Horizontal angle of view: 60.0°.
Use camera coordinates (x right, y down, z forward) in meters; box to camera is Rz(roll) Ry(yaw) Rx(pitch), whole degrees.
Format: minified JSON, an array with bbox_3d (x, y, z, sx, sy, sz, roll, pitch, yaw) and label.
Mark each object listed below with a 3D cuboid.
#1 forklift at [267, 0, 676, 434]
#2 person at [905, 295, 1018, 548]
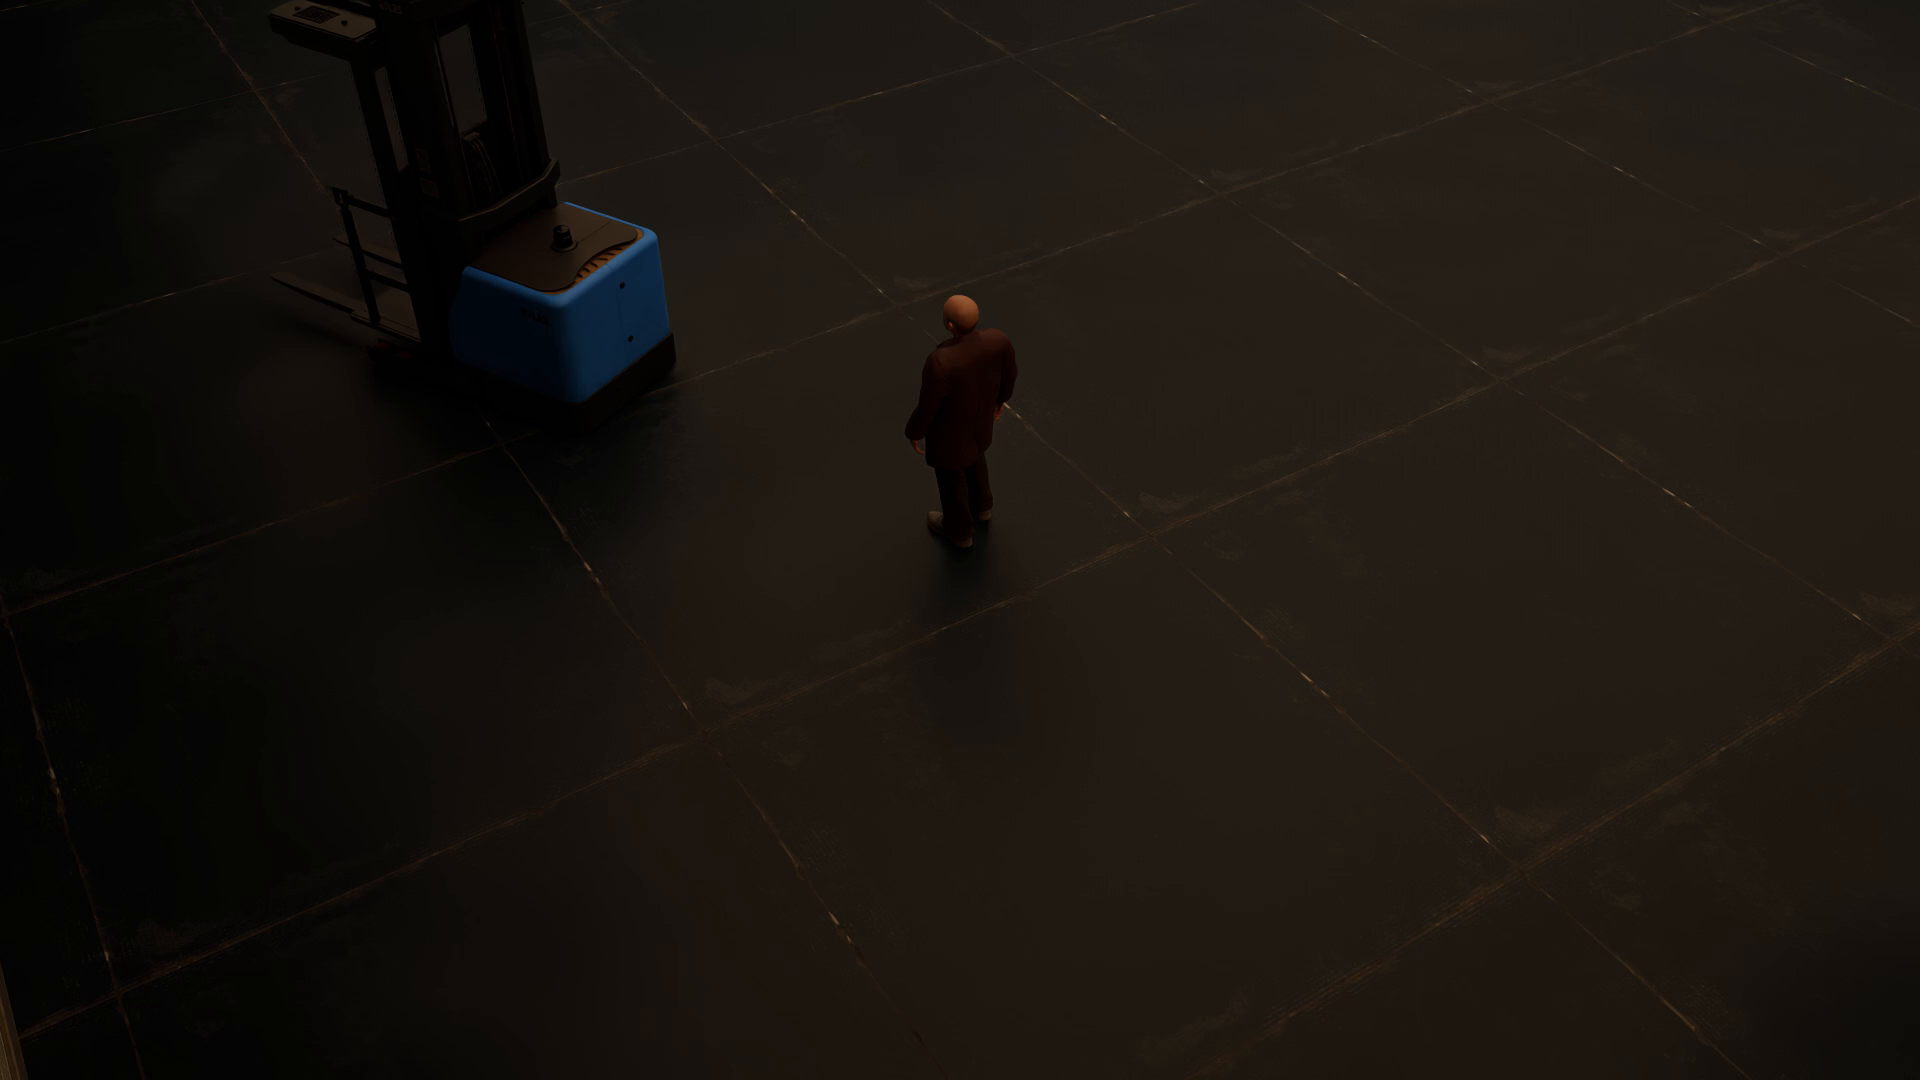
[{"bbox_3d":[-3.475,-2.514,10.747,3.031,2.935,1.130,21,45,22],"label":"forklift"},{"bbox_3d":[-0.046,-0.727,9.569,0.696,1.777,0.580,-23,46,-24],"label":"person"}]
